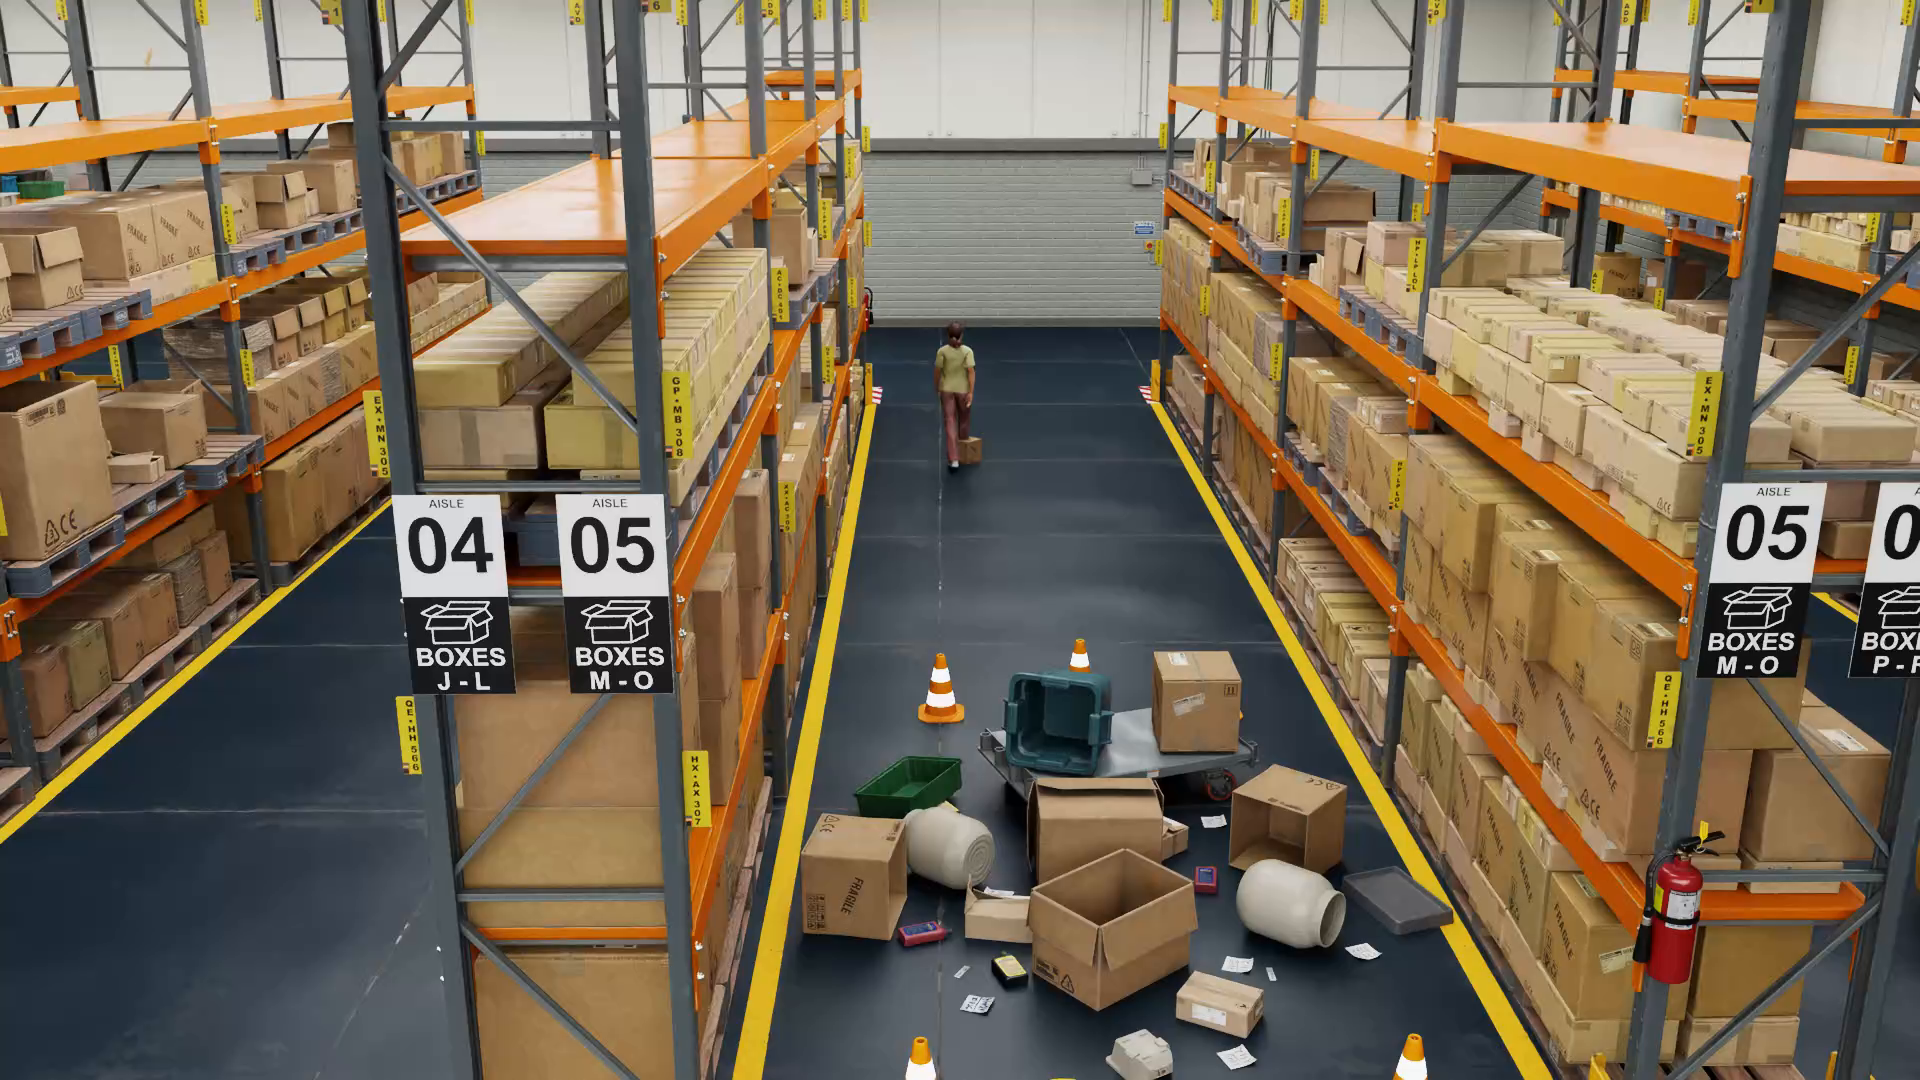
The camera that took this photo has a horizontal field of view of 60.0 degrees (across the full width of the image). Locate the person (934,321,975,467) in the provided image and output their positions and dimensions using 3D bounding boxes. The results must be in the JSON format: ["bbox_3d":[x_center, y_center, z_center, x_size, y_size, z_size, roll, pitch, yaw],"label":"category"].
[{"bbox_3d":[-0.065,-1.710,19.012,0.467,1.629,0.926,0,17,-1],"label":"person"}]
